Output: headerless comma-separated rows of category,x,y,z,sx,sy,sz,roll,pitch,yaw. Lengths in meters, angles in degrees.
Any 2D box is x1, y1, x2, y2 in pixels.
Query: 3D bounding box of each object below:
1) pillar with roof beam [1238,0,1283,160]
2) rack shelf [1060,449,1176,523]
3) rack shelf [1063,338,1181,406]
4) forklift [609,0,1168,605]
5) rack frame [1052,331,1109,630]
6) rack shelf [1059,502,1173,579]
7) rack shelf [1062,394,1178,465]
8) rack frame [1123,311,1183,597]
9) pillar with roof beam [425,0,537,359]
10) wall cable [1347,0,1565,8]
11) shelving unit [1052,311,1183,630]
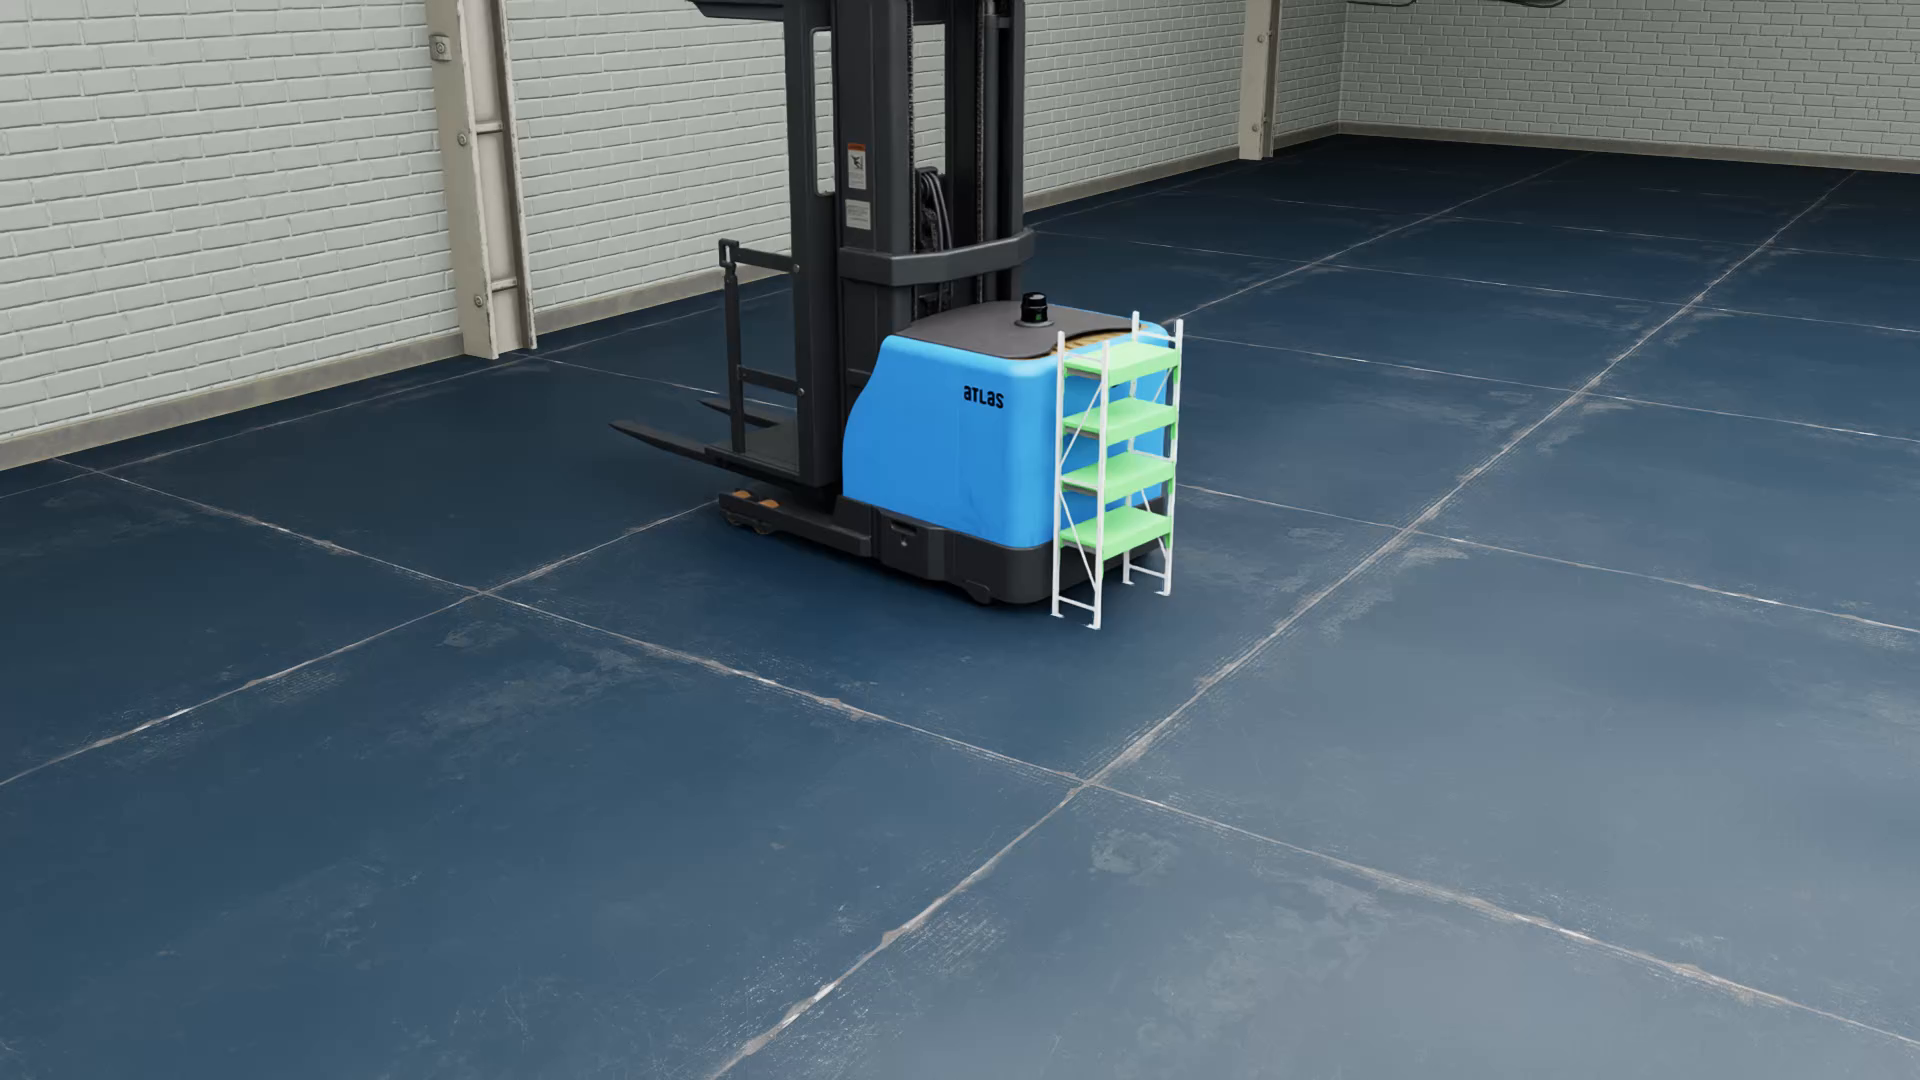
pillar with roof beam,7.200,-8.104,16.703,9.100,9.000,0.400,13,24,32
rack shelf,0.641,-0.228,6.834,0.258,0.148,0.480,17,27,39
rack shelf,0.641,-0.678,6.668,0.258,0.148,0.480,17,27,39
forklift,-0.513,-1.517,7.641,3.031,2.935,1.130,17,27,39
rack frame,0.477,-0.225,6.643,0.240,1.200,0.015,17,27,39
rack shelf,0.641,-0.002,6.918,0.258,0.148,0.480,17,27,39
rack shelf,0.641,-0.453,6.751,0.258,0.148,0.480,17,27,39
rack frame,0.805,-0.350,6.982,0.240,1.200,0.015,17,27,39
pillar with roof beam,0.455,-4.661,7.395,9.100,9.000,0.400,13,24,32
wall cable,6.390,-8.075,21.099,3.097,2.526,0.112,13,24,32
shelving unit,0.641,-0.287,6.812,0.258,1.200,0.503,17,27,39
